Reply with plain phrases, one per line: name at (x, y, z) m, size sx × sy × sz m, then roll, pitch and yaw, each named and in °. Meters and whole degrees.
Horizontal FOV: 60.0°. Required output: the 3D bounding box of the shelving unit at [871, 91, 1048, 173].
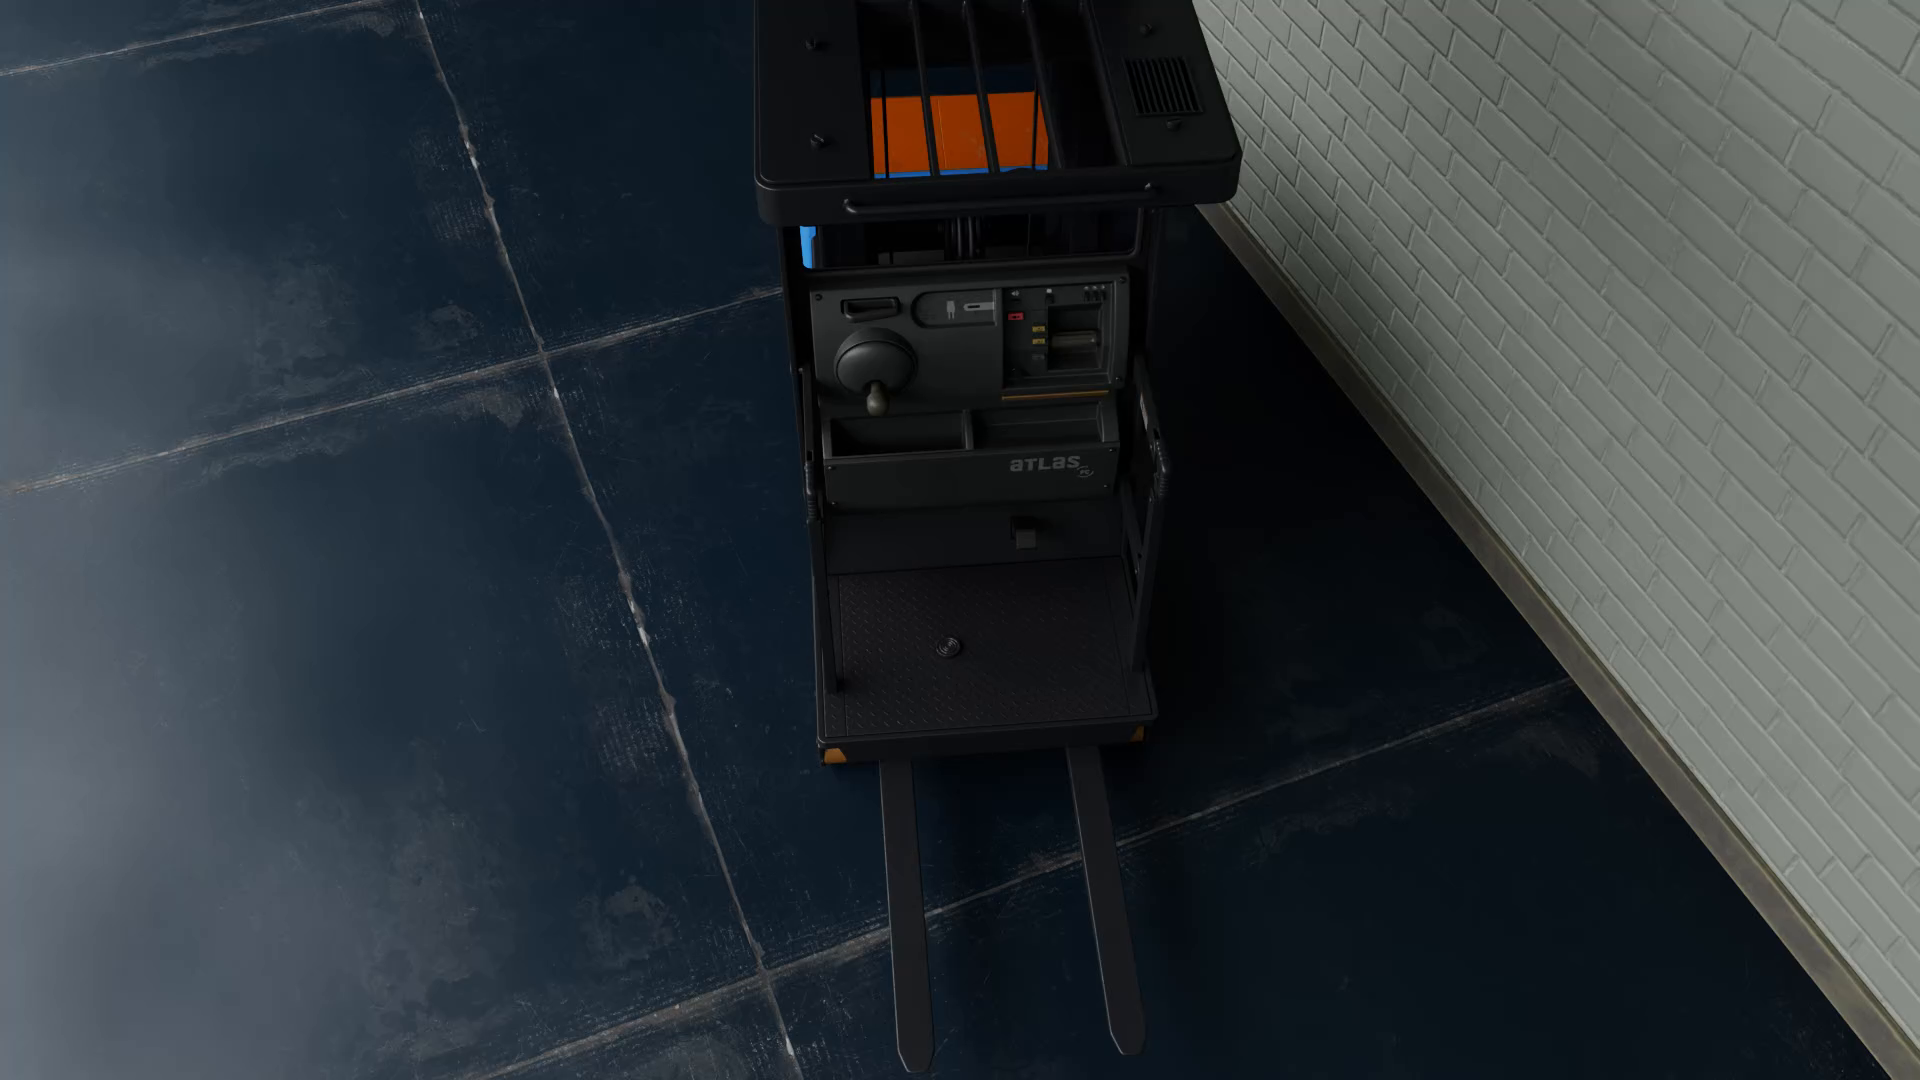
shelving unit at (-0.069, -1.265, 6.595) m, size 1.048 × 1.125 × 0.538 m, roll -3°, pitch 49°, yaw -3°

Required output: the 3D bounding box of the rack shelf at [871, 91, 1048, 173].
rack shelf at (-0.069, -1.455, 6.373) m, size 1.000 × 0.278 × 0.538 m, roll -3°, pitch 49°, yaw -3°

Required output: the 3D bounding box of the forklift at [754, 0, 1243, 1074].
forklift at (0.054, -0.478, 4.729) m, size 1.130 × 2.935 × 3.031 m, roll -4°, pitch 49°, yaw -3°
